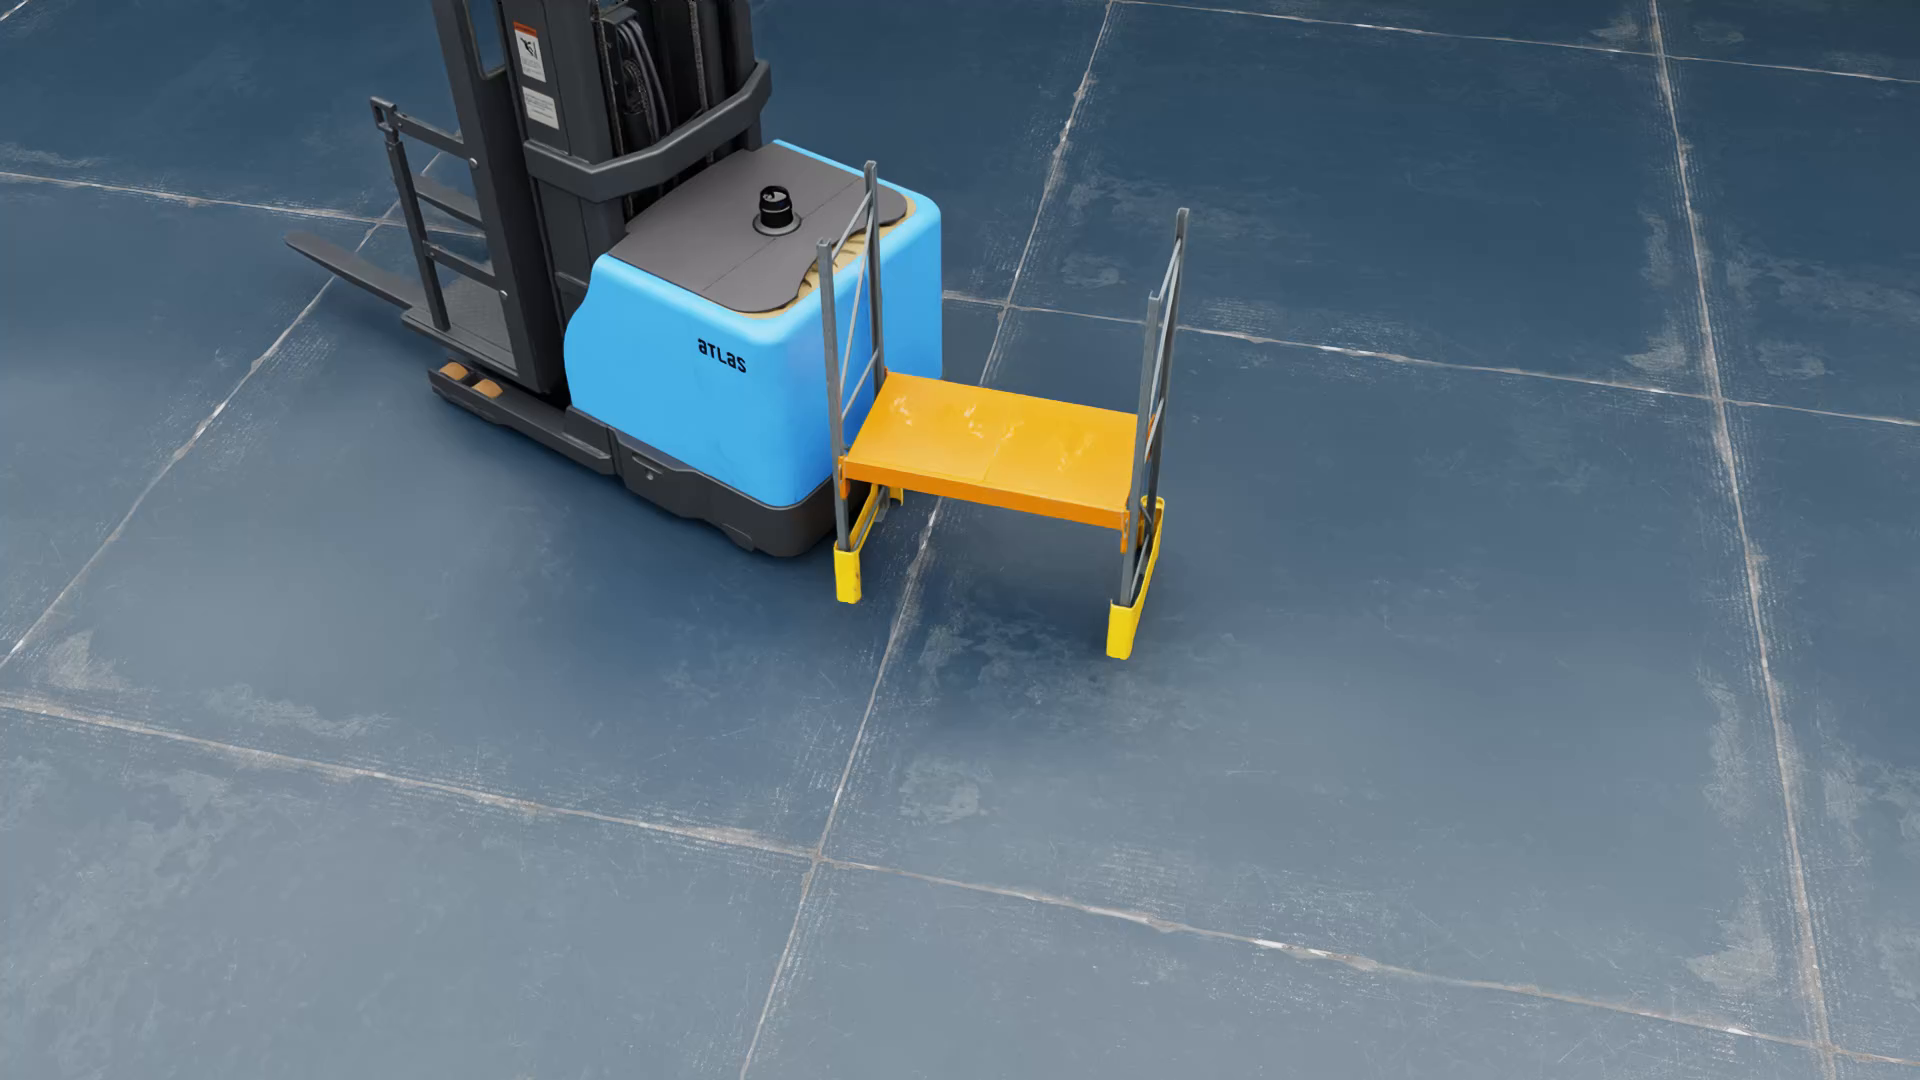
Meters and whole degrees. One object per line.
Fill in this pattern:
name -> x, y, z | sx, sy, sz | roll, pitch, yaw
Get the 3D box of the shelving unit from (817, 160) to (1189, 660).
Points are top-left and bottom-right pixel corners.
shelving unit -> 0.148, -0.416, 5.601 | 1.083, 1.500, 0.587 | 11, 45, 11

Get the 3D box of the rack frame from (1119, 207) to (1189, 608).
rack frame -> 0.628, -0.322, 5.503 | 0.032, 1.500, 0.500 | 11, 45, 11

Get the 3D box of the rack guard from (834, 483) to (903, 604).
rack guard -> -0.332, -0.059, 6.131 | 0.087, 0.250, 0.587 | 11, 45, 11

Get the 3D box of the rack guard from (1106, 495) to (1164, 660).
rack guard -> 0.627, 0.128, 5.937 | 0.087, 0.250, 0.587 | 11, 45, 11

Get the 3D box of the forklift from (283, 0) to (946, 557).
forklift -> -1.552, -1.813, 6.020 | 3.031, 2.935, 1.130 | 26, 50, 24

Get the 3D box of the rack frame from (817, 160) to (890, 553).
rack frame -> -0.350, -0.513, 5.702 | 0.032, 1.500, 0.500 | 11, 45, 11

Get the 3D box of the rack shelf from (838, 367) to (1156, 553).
rack shelf -> 0.139, -0.288, 5.727 | 1.000, 0.185, 0.538 | 11, 45, 11
